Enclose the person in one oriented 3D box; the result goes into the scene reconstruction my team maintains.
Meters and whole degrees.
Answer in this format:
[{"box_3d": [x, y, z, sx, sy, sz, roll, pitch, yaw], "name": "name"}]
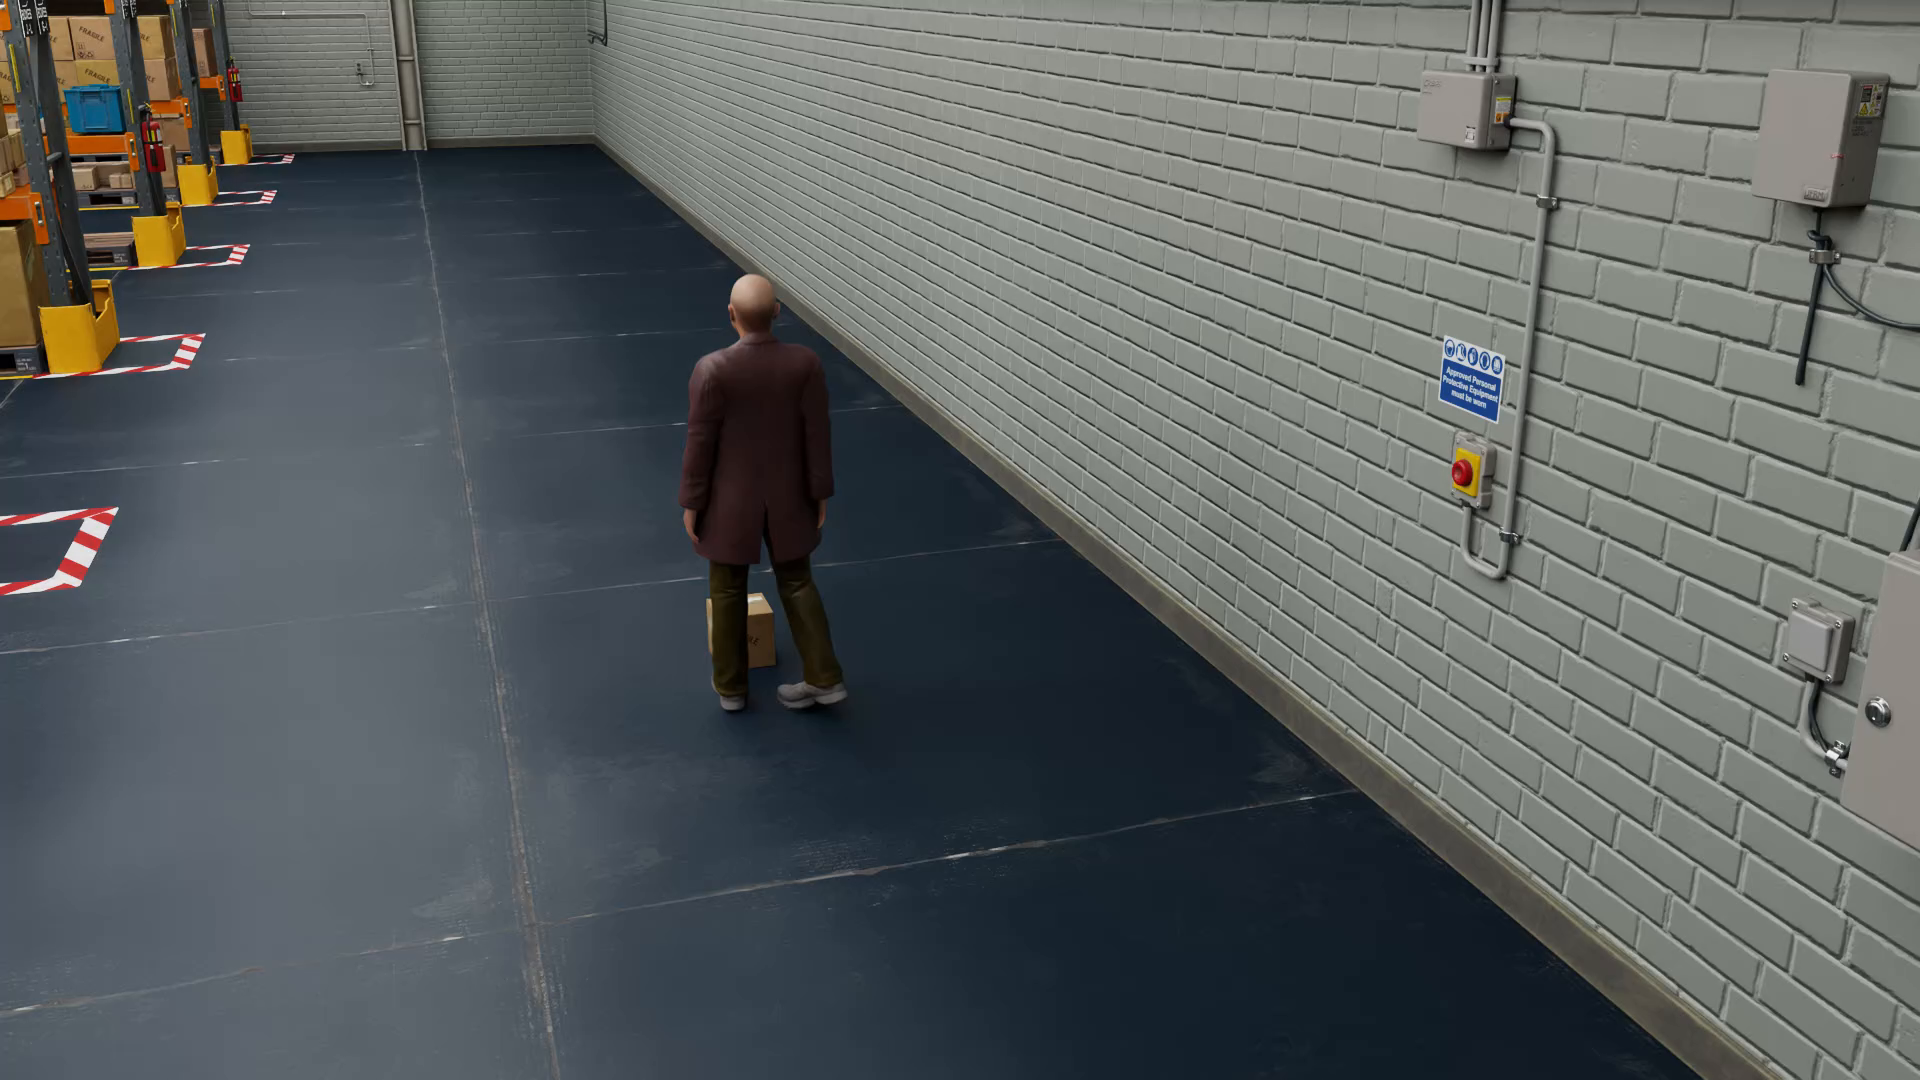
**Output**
[{"box_3d": [-0.819, -0.169, 6.573, 0.619, 1.788, 0.617, -8, 20, -22], "name": "person"}]
